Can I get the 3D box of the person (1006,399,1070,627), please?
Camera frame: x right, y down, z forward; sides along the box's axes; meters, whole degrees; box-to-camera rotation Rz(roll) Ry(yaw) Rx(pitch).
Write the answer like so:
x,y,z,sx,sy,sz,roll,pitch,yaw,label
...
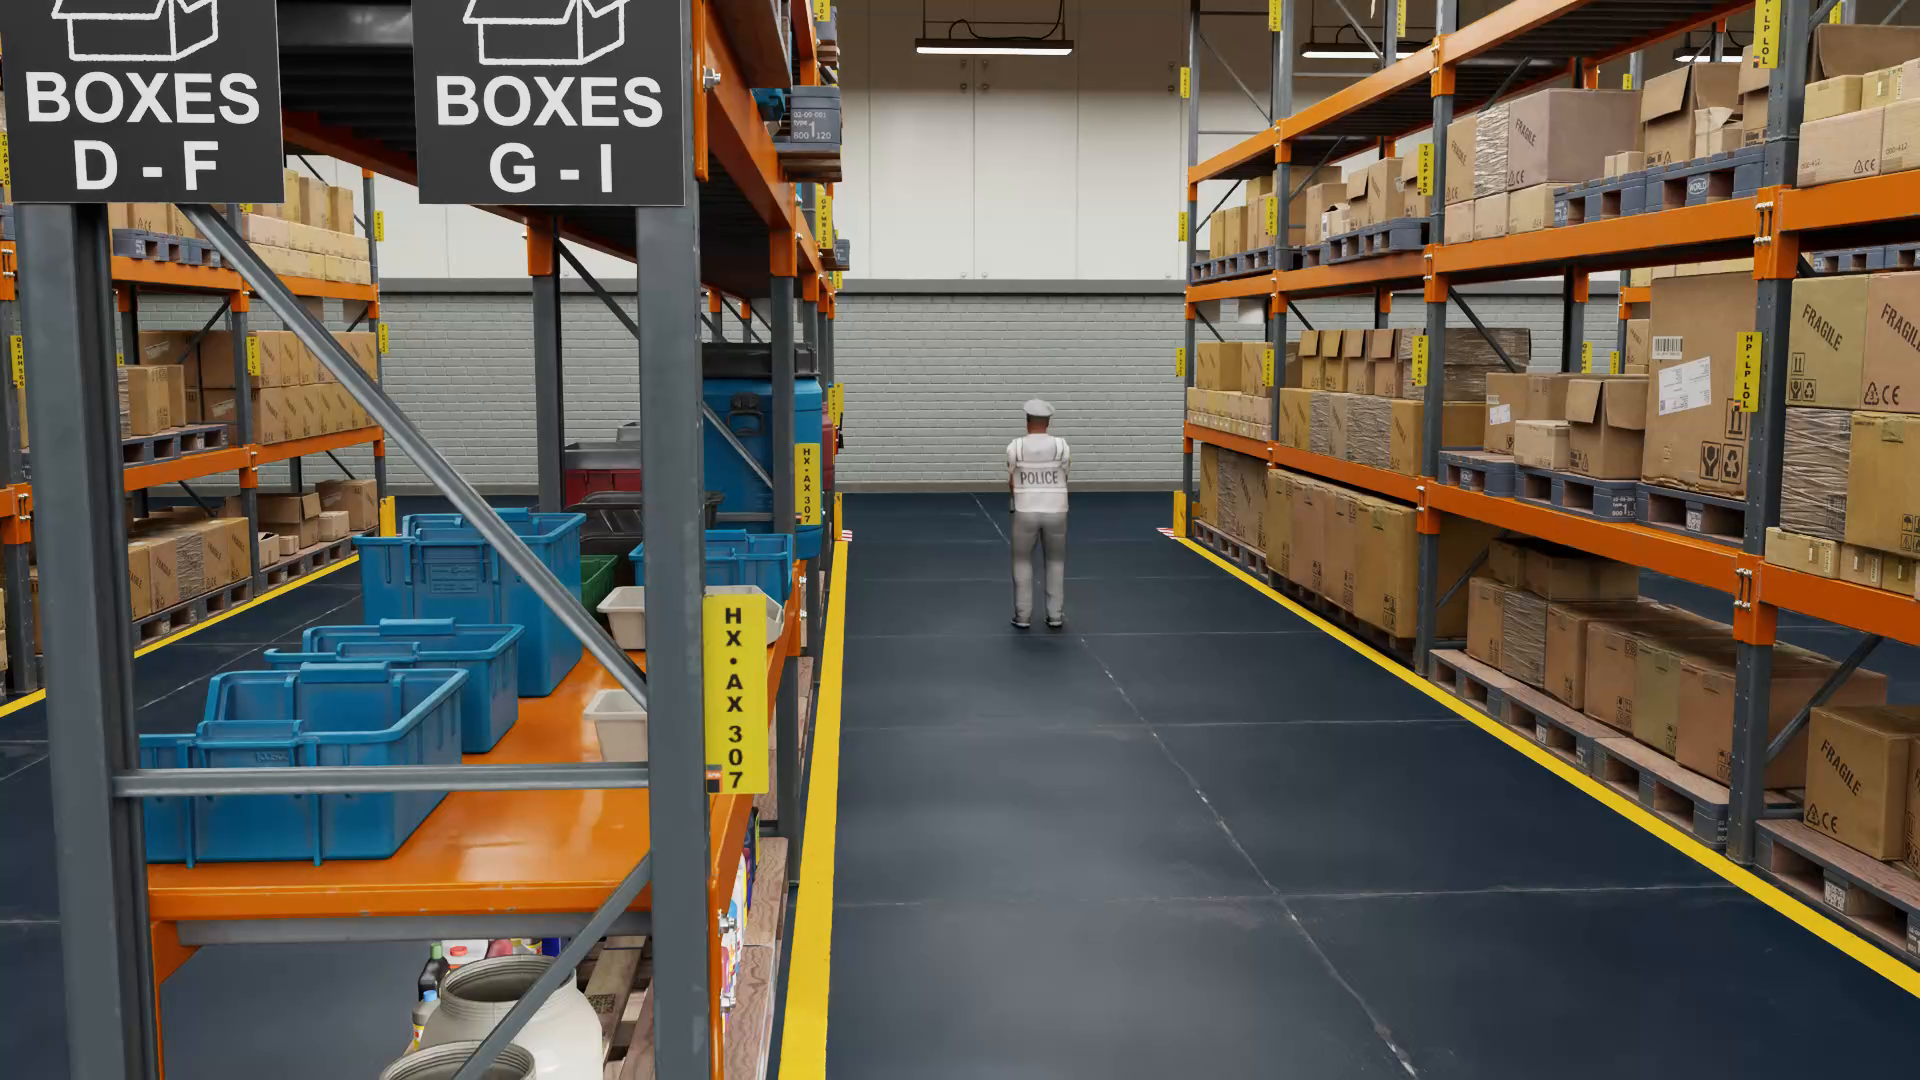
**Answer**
x,y,z,sx,sy,sz,roll,pitch,yaw,label
0.597,-0.215,12.941,0.494,1.766,0.565,0,7,-3,person
